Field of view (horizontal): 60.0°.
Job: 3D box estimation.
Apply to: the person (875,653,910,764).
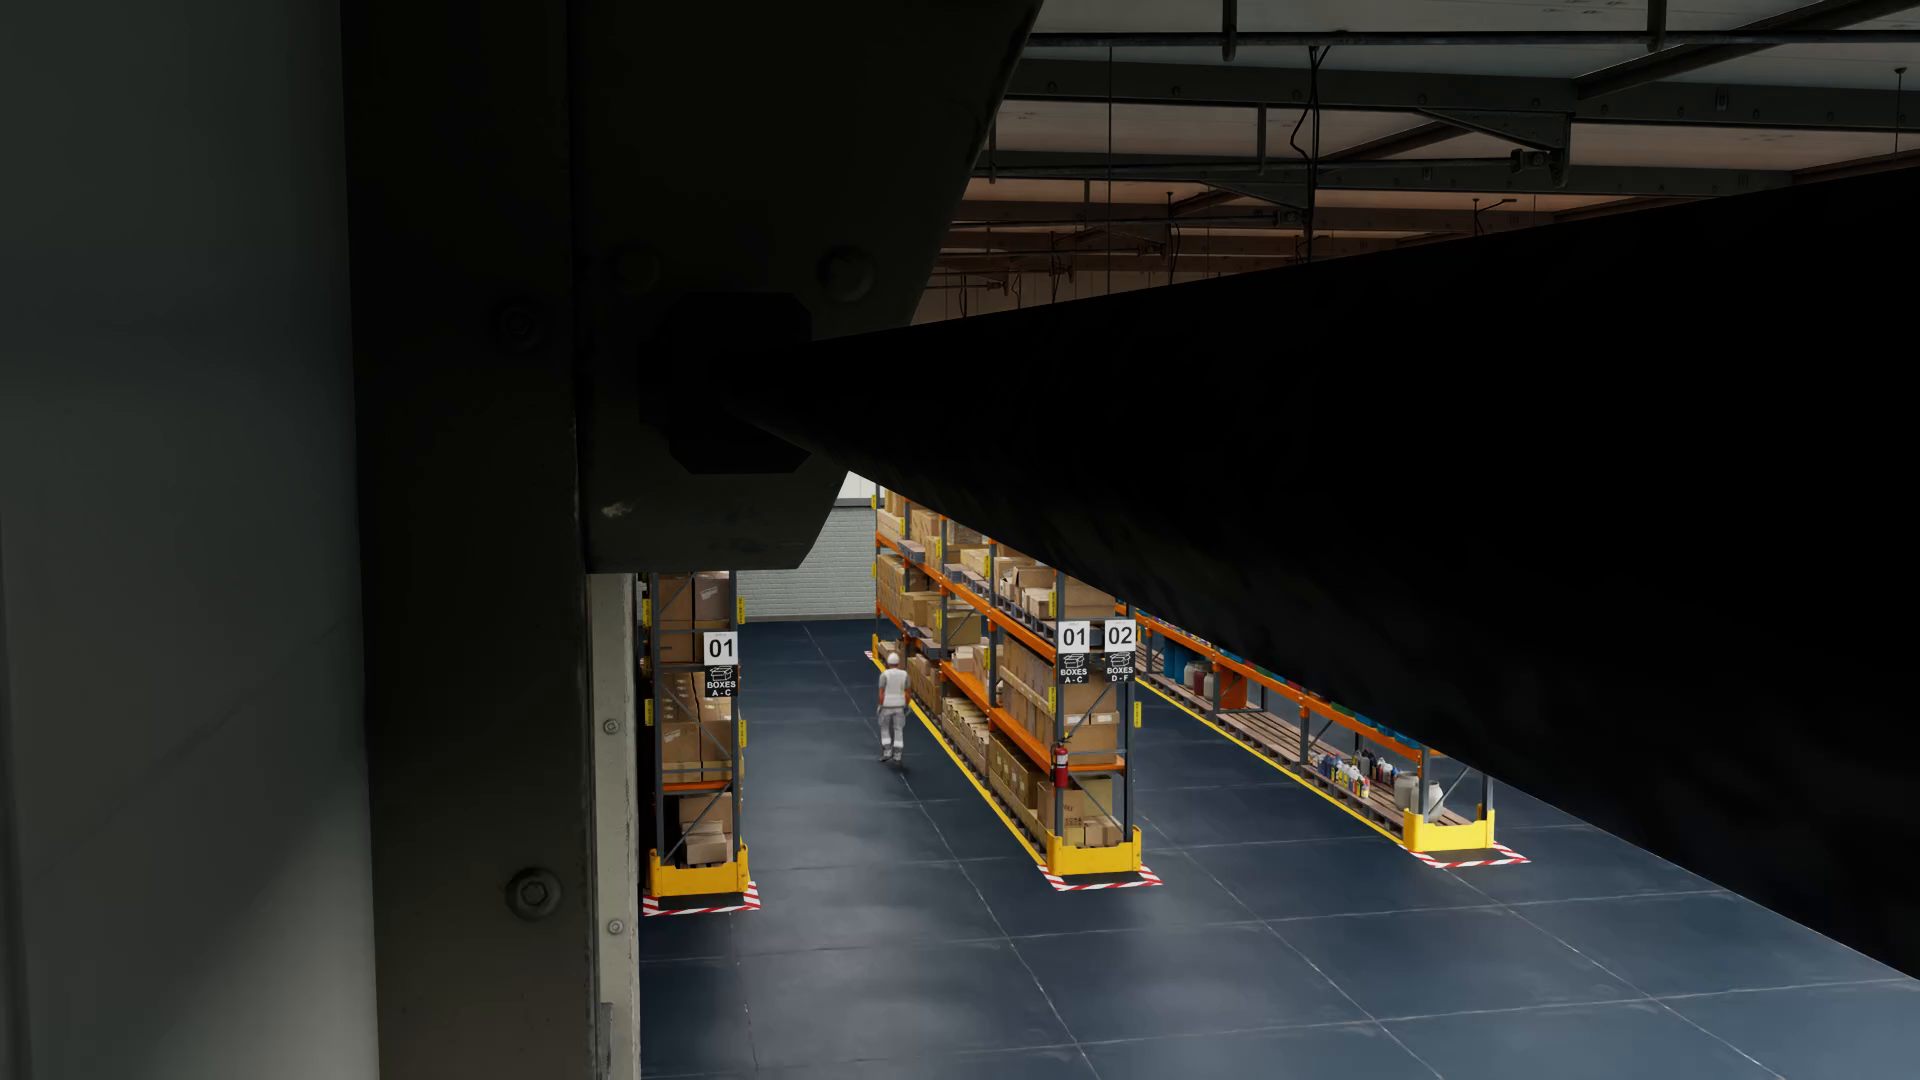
[{"bbox_3d":[-1.101,2.685,26.917,0.600,1.753,0.888,-1,6,-13],"label":"person"}]
